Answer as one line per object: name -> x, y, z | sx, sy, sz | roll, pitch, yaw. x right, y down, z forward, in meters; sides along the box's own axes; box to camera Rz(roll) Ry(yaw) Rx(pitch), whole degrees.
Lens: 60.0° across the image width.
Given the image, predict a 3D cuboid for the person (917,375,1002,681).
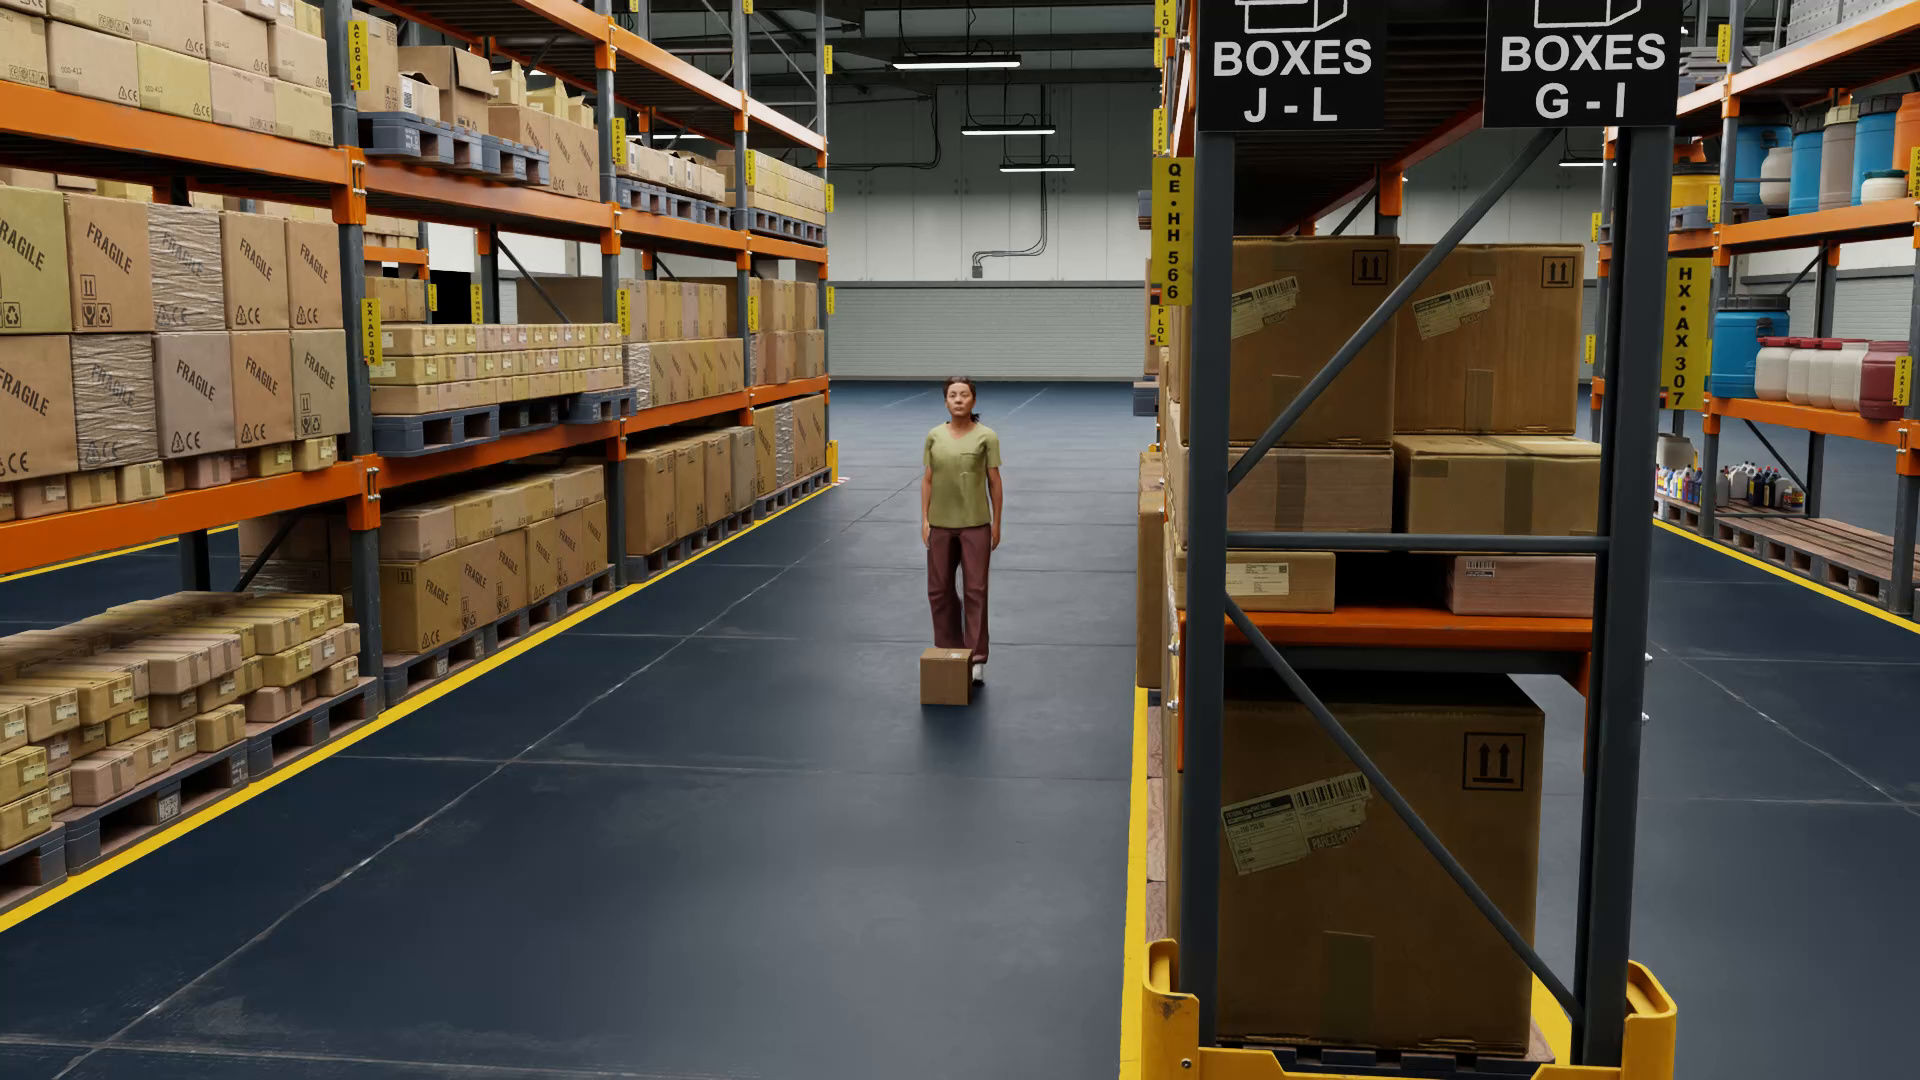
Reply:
person -> -0.011, -0.072, 9.199 | 0.470, 1.671, 0.403 | 2, 8, 14
